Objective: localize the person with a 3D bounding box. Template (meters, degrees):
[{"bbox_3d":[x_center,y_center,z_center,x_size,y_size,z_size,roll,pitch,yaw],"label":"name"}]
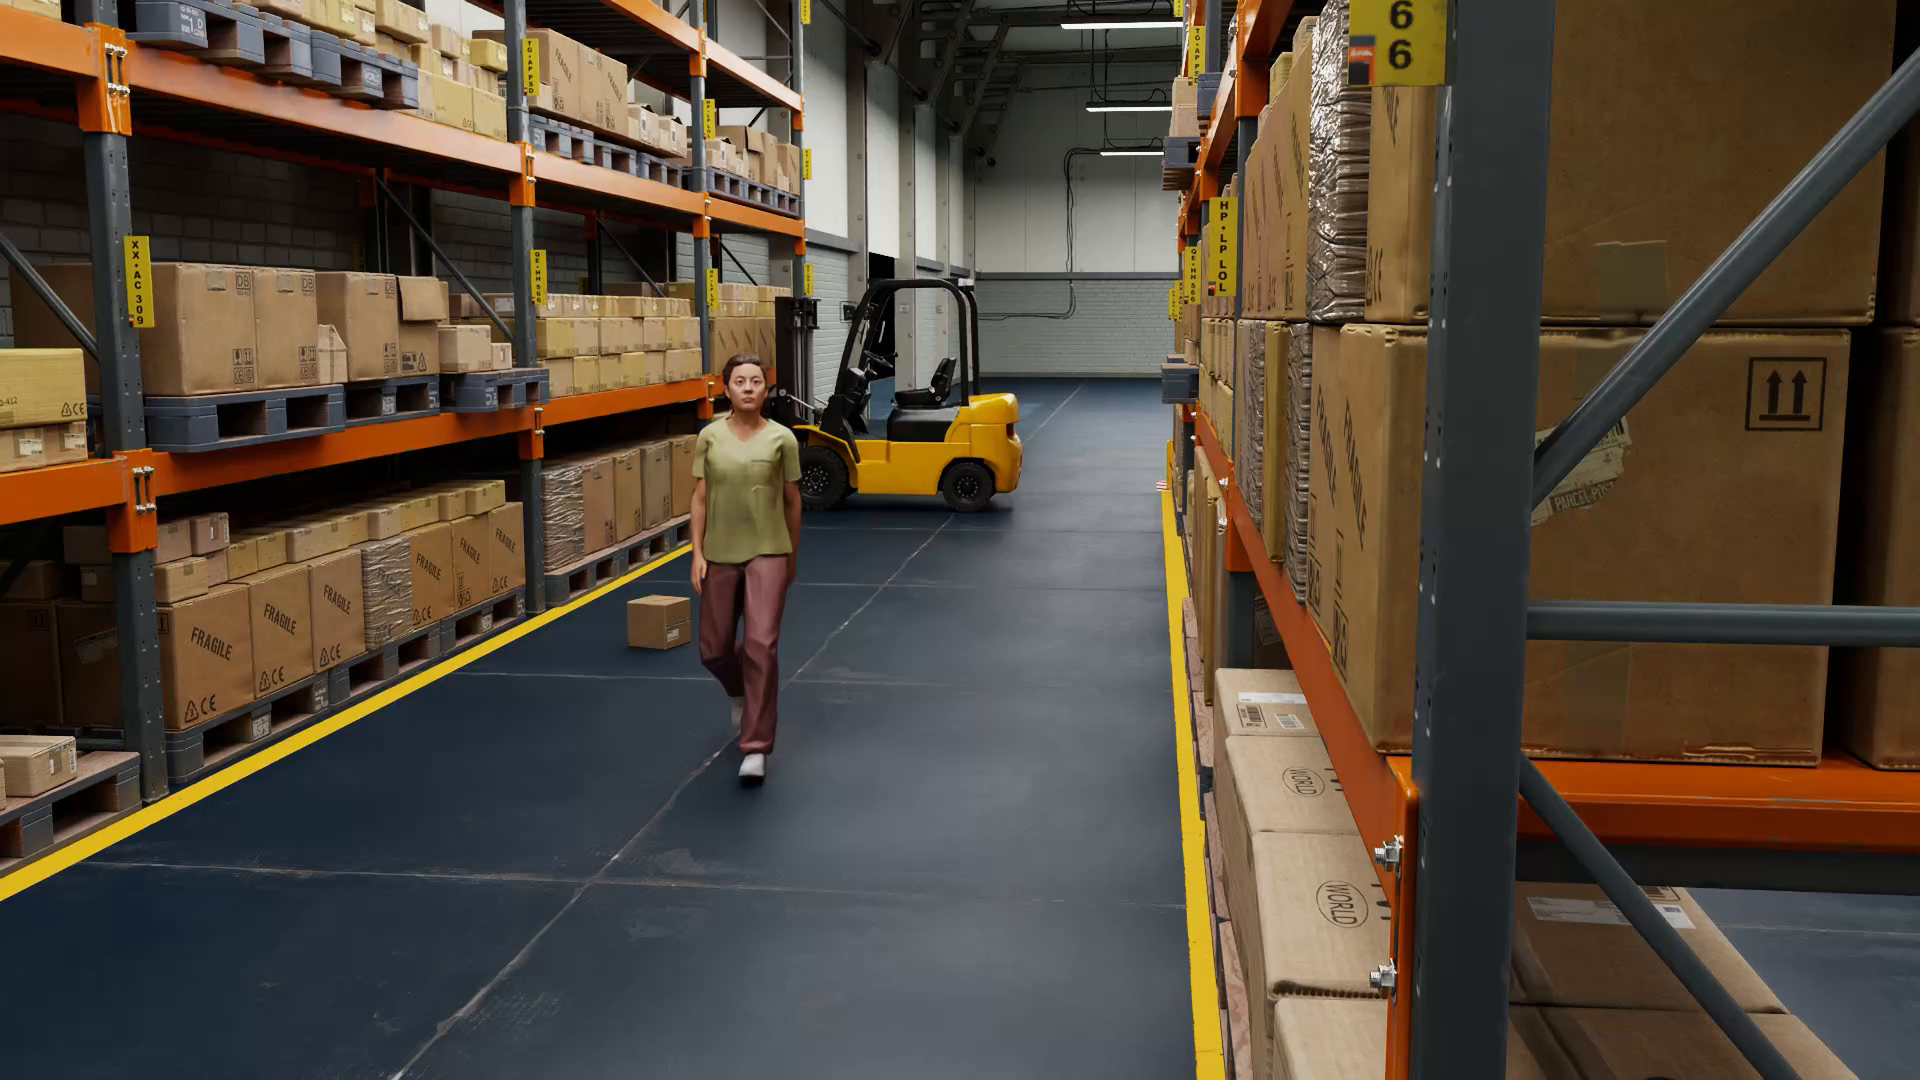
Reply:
[{"bbox_3d":[-0.858,0.070,6.708,0.438,1.642,0.821,0,8,2],"label":"person"}]
